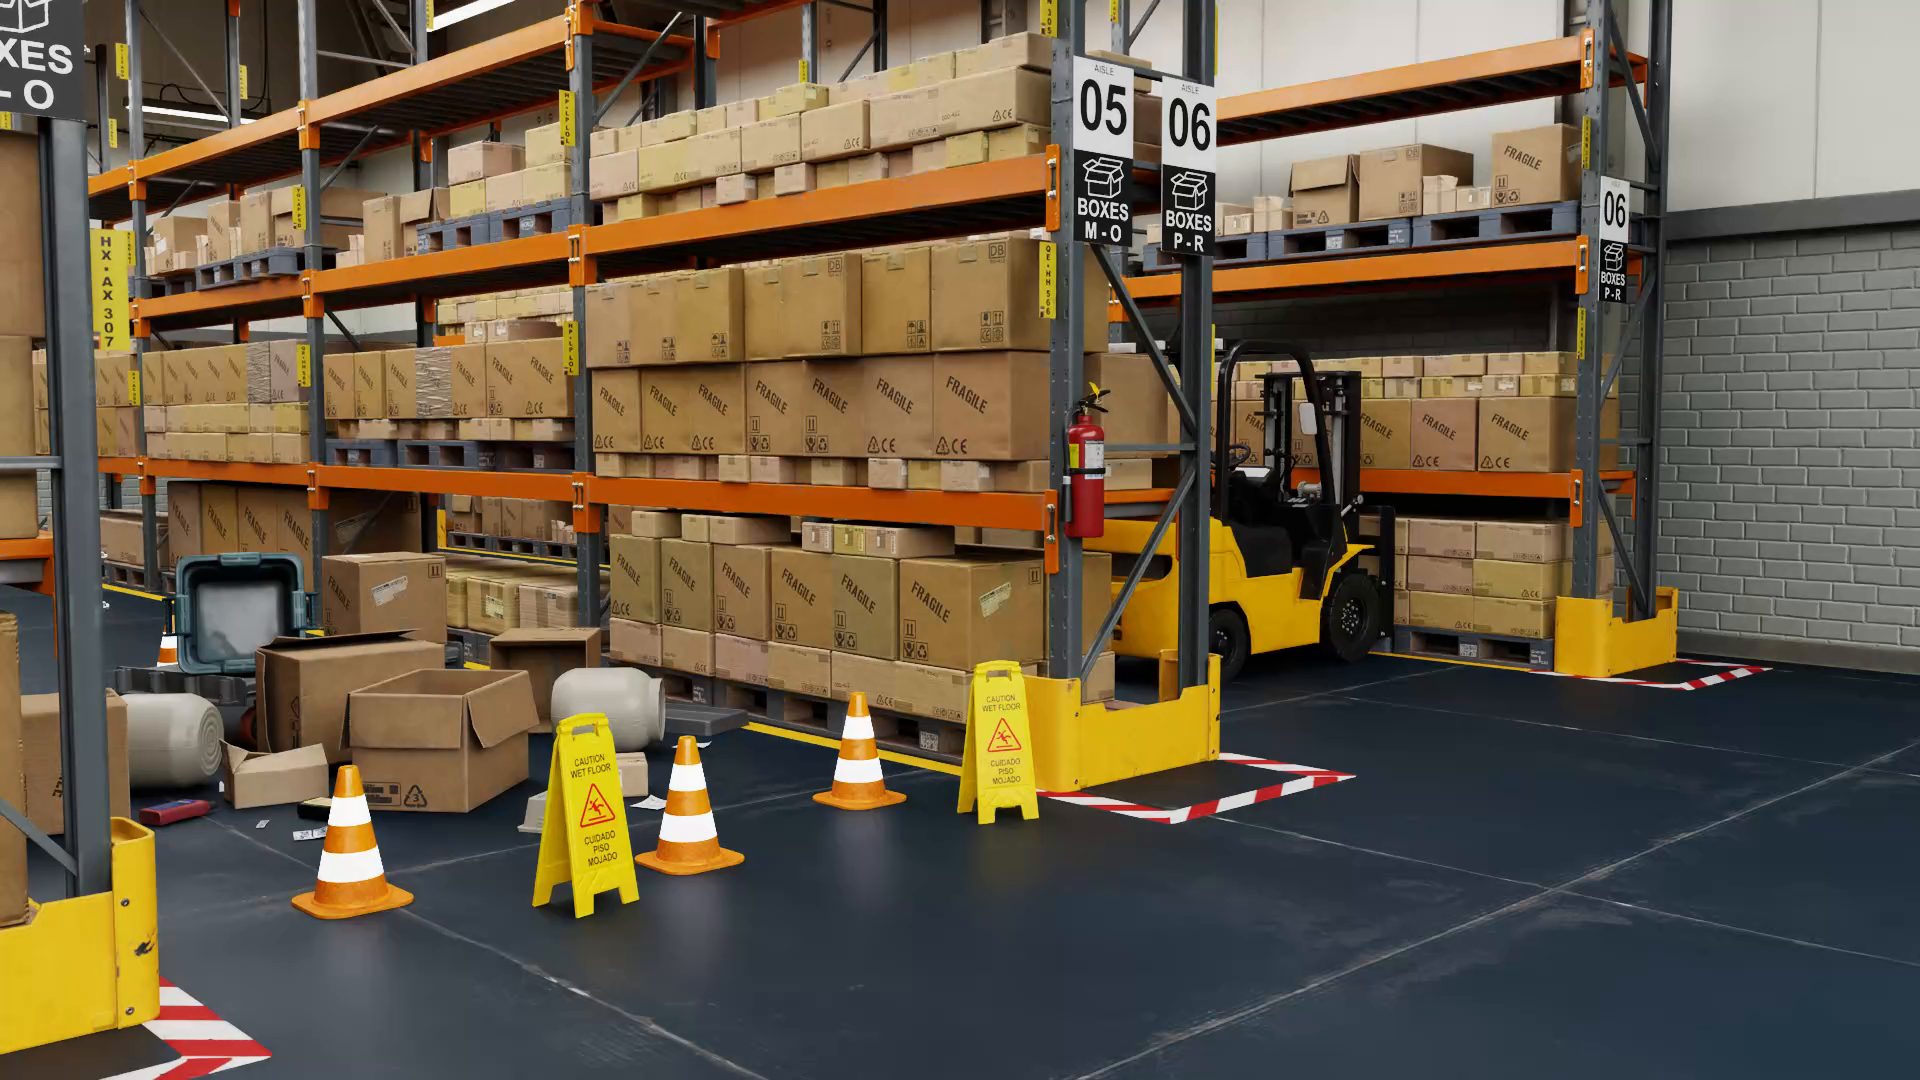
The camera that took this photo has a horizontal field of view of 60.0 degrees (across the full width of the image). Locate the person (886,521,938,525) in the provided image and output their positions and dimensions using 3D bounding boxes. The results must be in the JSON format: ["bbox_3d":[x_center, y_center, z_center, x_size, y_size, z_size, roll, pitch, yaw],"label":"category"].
[{"bbox_3d":[-0.338,-0.081,12.658,0.561,1.667,0.441,-4,5,-42],"label":"person"}]
